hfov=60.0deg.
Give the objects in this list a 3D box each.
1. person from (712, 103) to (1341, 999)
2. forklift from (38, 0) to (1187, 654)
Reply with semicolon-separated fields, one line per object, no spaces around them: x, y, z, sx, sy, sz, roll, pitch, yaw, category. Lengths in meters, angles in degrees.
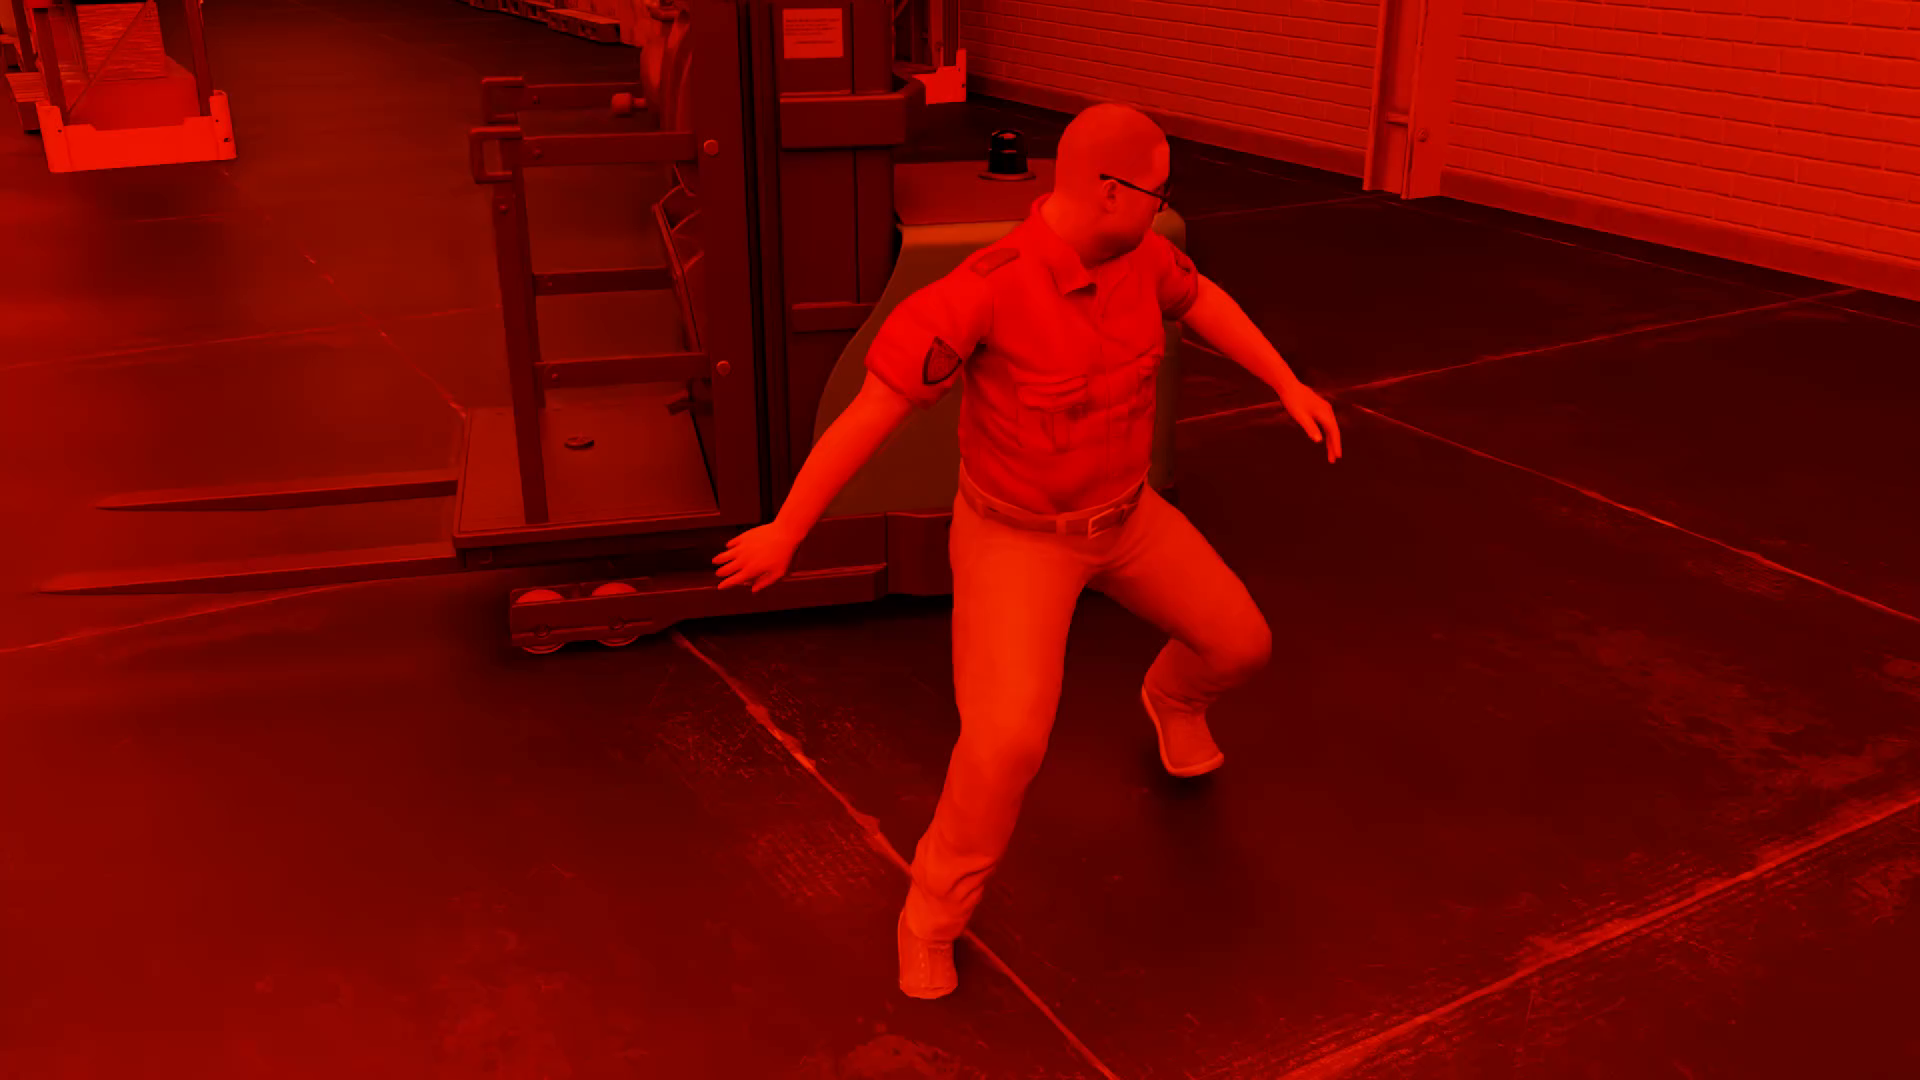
0.161;0.021;3.148;1.186;1.664;0.539;-15;27;-32;person
-0.950;-1.275;4.381;3.031;2.935;1.130;-5;23;-12;forklift
